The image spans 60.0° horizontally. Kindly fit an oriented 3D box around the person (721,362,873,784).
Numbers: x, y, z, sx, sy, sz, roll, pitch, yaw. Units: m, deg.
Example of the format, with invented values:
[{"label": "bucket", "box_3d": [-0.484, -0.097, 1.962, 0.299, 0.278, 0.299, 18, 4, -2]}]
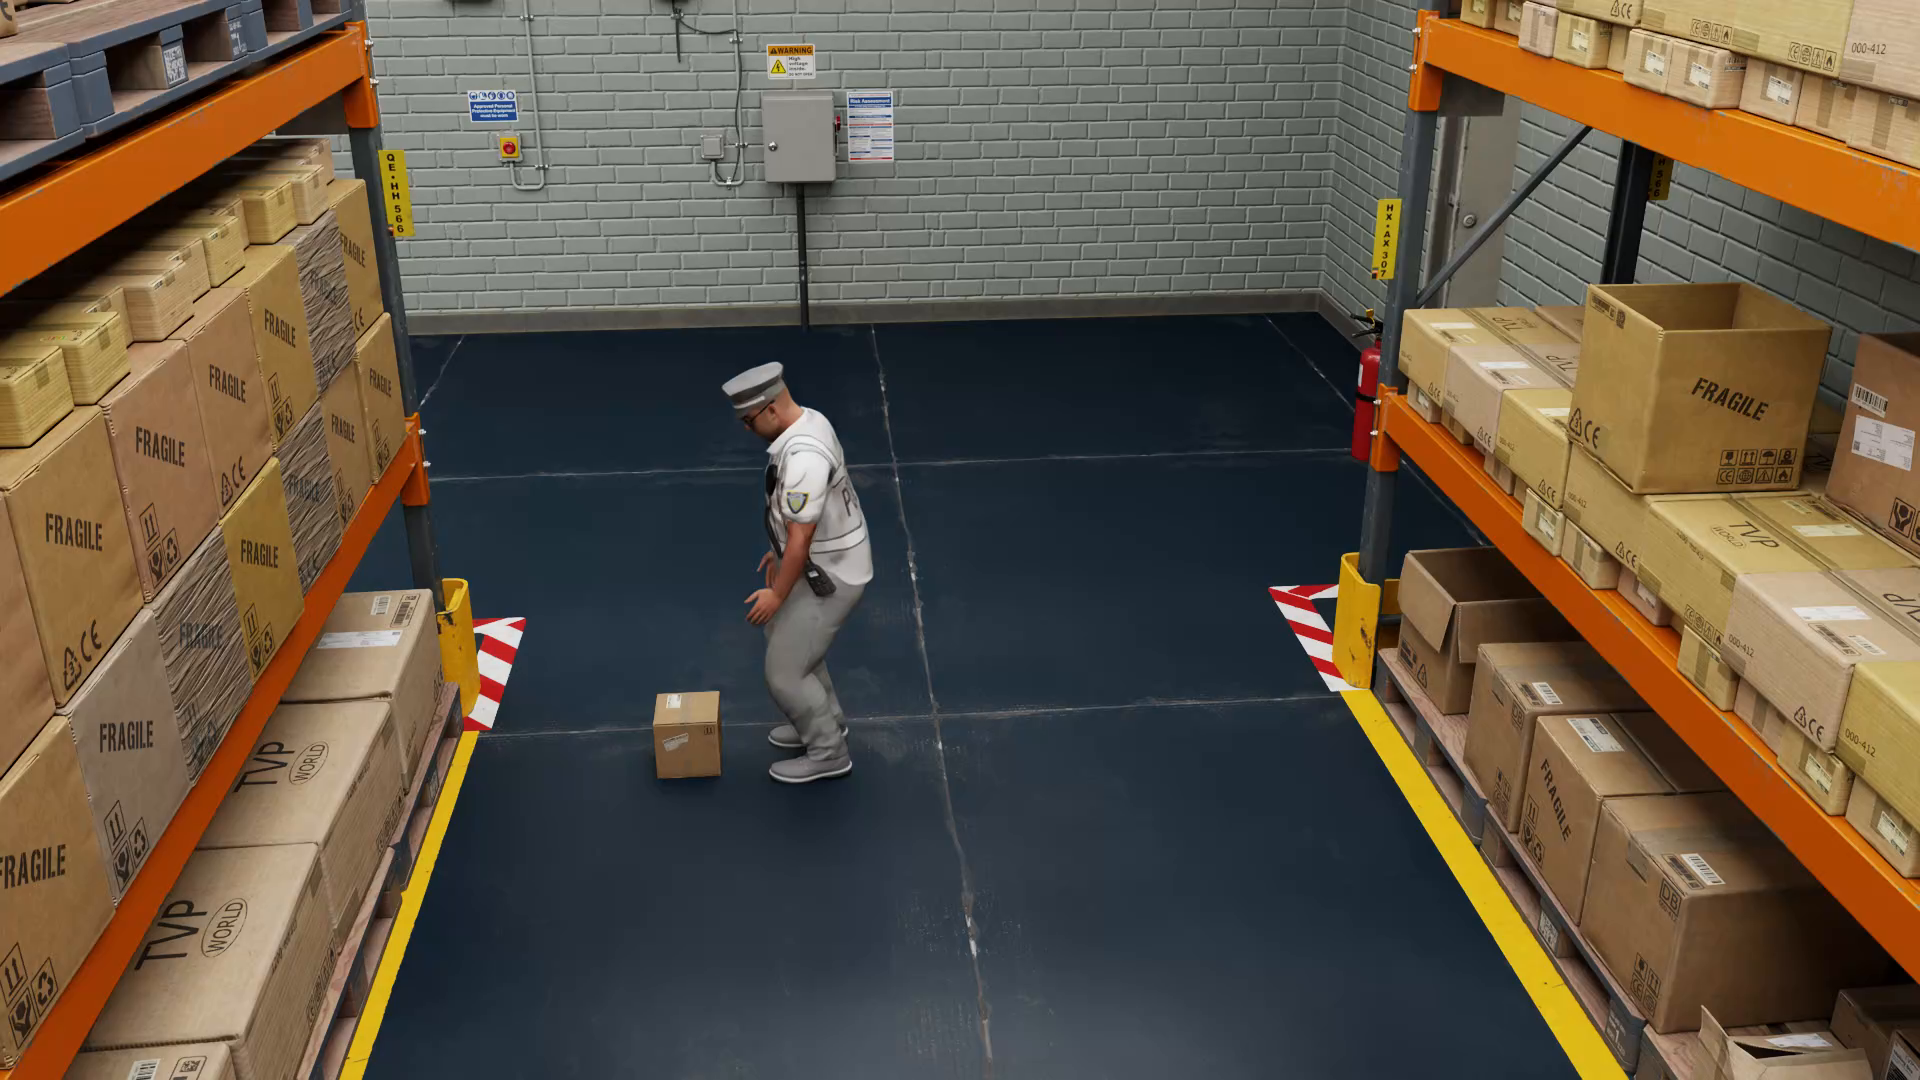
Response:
[{"label": "person", "box_3d": [-0.604, 0.131, 6.400, 0.539, 1.679, 0.564, -2, 24, -4]}]
